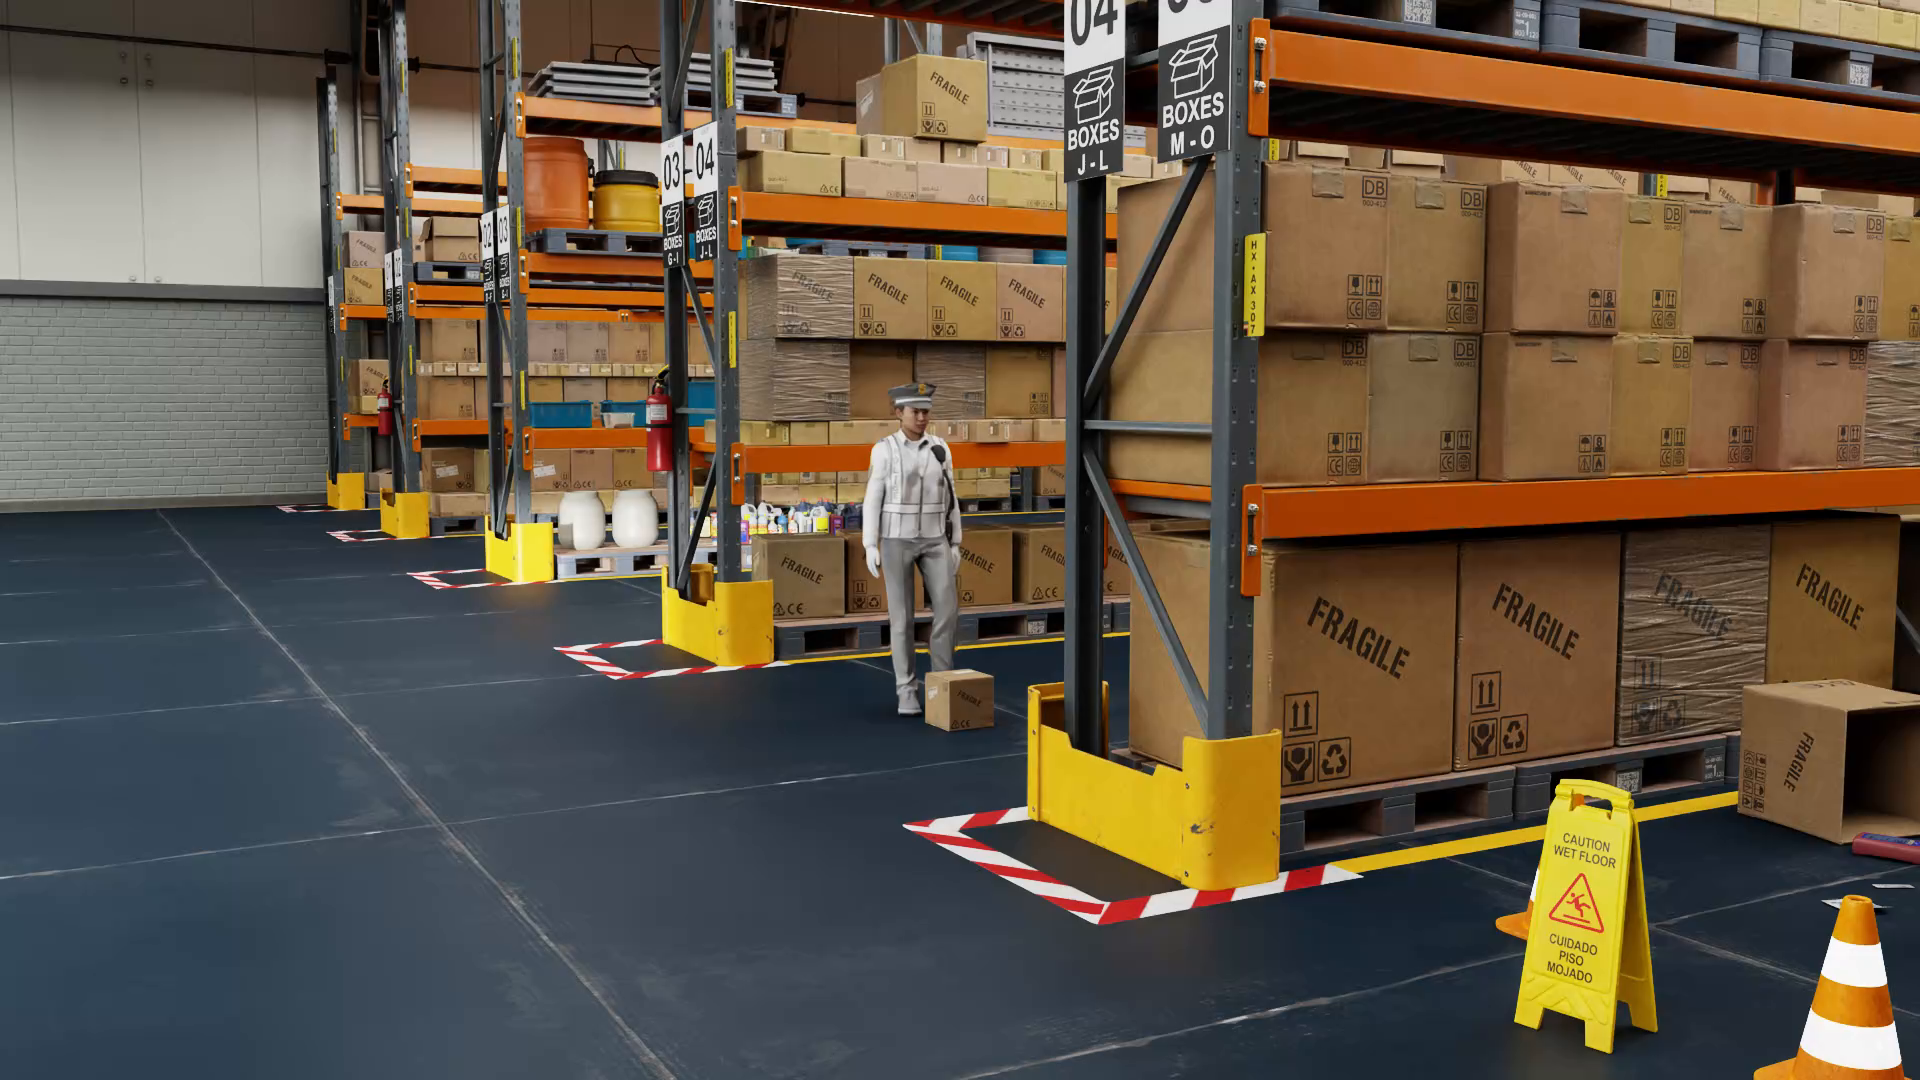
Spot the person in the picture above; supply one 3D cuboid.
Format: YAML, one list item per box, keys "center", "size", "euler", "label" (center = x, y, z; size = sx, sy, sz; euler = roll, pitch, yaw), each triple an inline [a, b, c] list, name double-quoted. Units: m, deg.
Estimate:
- center: [-0.236, 0.063, 8.486]
  size: [0.540, 1.732, 0.367]
  euler: [-2, 5, -17]
  label: "person"
